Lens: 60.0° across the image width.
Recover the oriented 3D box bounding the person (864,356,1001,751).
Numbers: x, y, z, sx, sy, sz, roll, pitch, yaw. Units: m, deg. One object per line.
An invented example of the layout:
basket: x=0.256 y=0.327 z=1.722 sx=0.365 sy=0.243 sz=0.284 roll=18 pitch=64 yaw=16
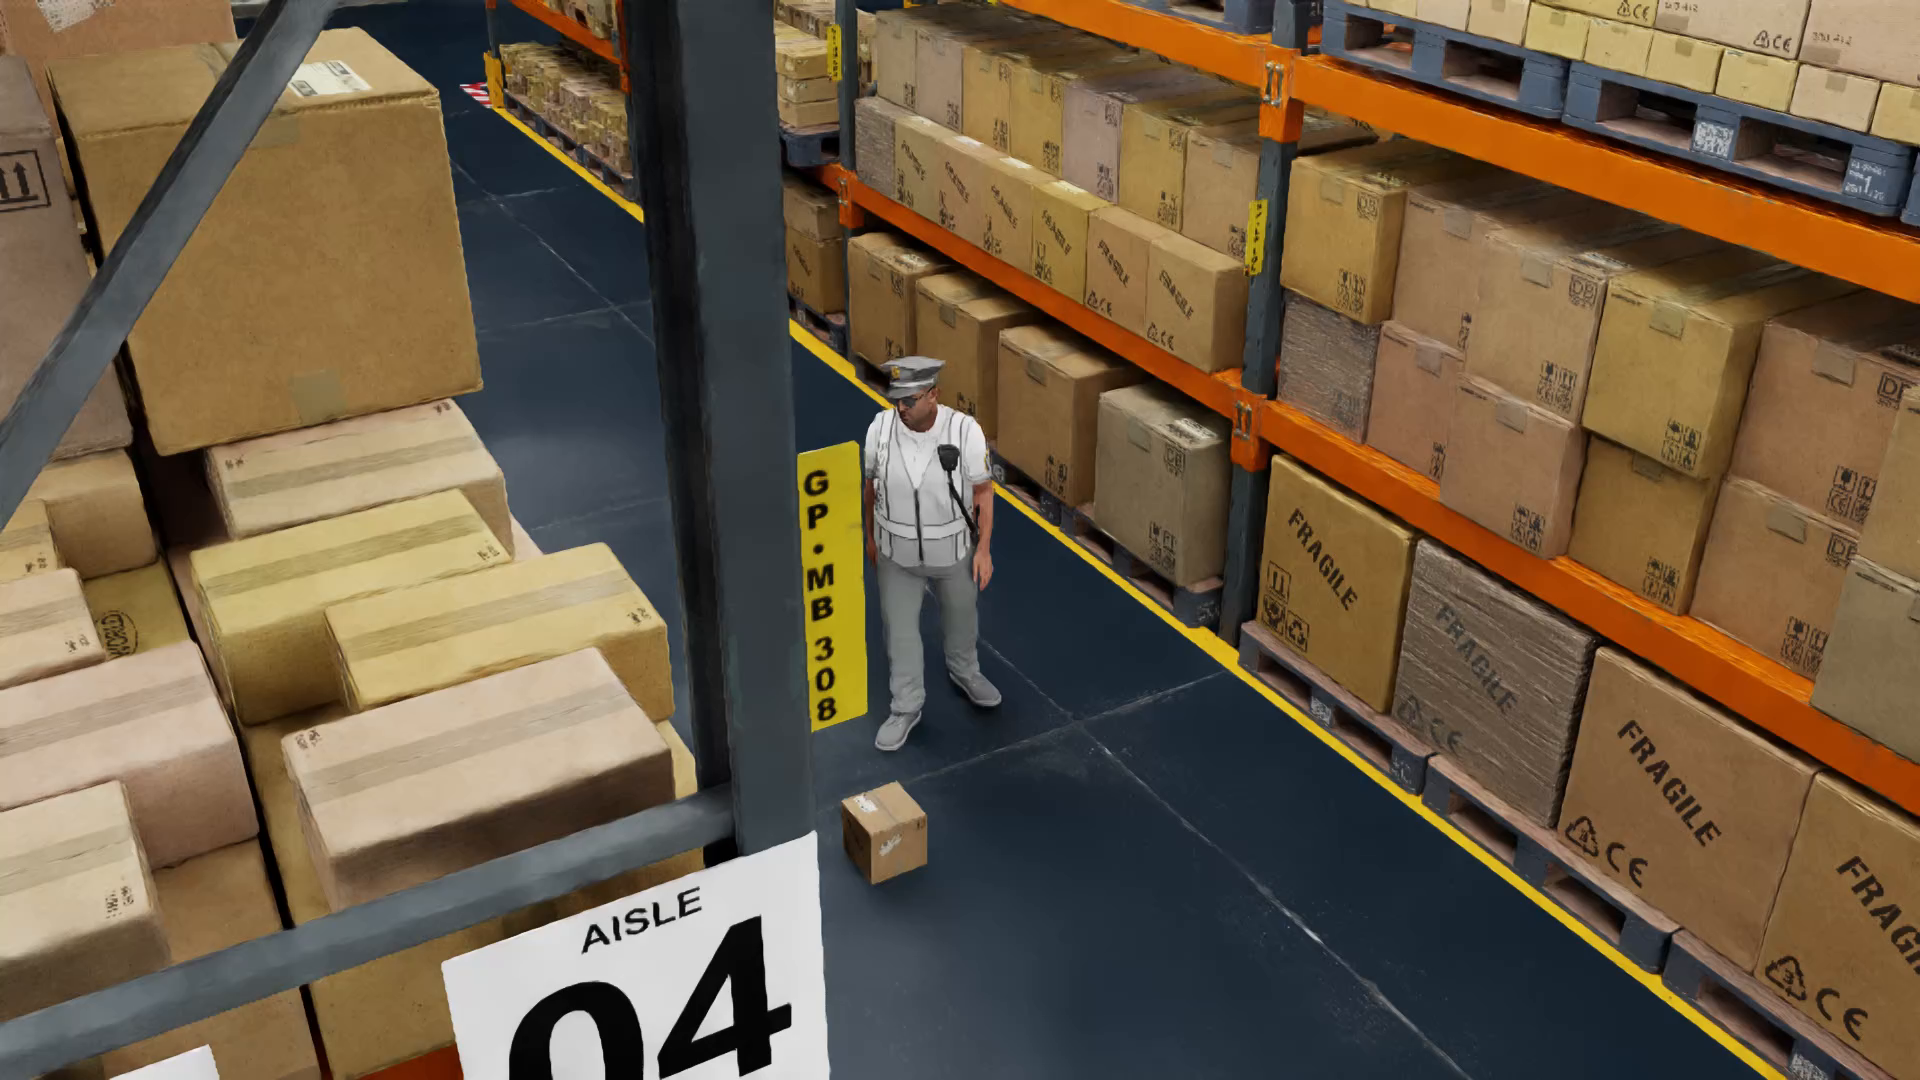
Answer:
person: x=-0.114 y=0.023 z=7.067 sx=0.594 sy=1.754 sz=0.599 roll=2 pitch=29 yaw=3
